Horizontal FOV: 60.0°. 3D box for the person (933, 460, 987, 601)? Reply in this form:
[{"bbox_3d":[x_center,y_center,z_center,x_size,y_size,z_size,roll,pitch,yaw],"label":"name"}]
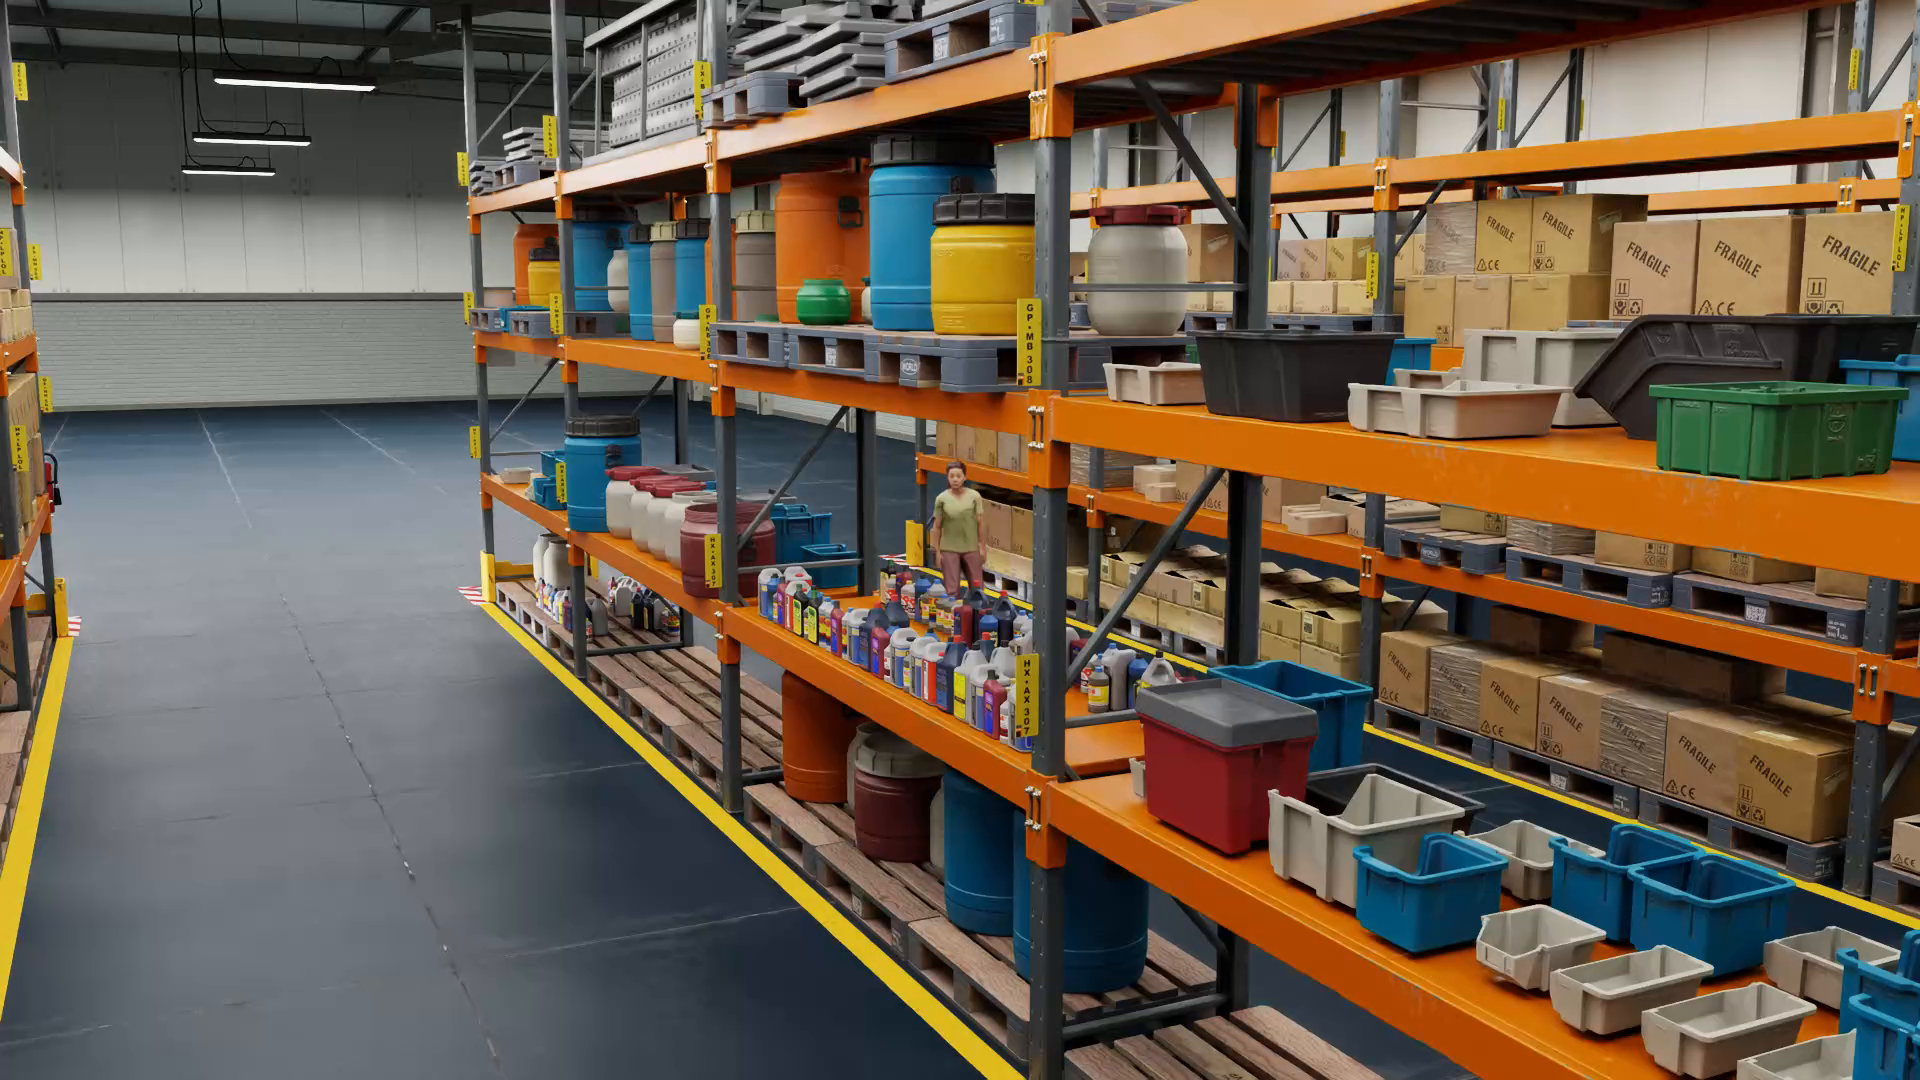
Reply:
[{"bbox_3d":[-0.002,0.101,15.066,0.492,1.665,0.589,0,9,-3],"label":"person"}]
